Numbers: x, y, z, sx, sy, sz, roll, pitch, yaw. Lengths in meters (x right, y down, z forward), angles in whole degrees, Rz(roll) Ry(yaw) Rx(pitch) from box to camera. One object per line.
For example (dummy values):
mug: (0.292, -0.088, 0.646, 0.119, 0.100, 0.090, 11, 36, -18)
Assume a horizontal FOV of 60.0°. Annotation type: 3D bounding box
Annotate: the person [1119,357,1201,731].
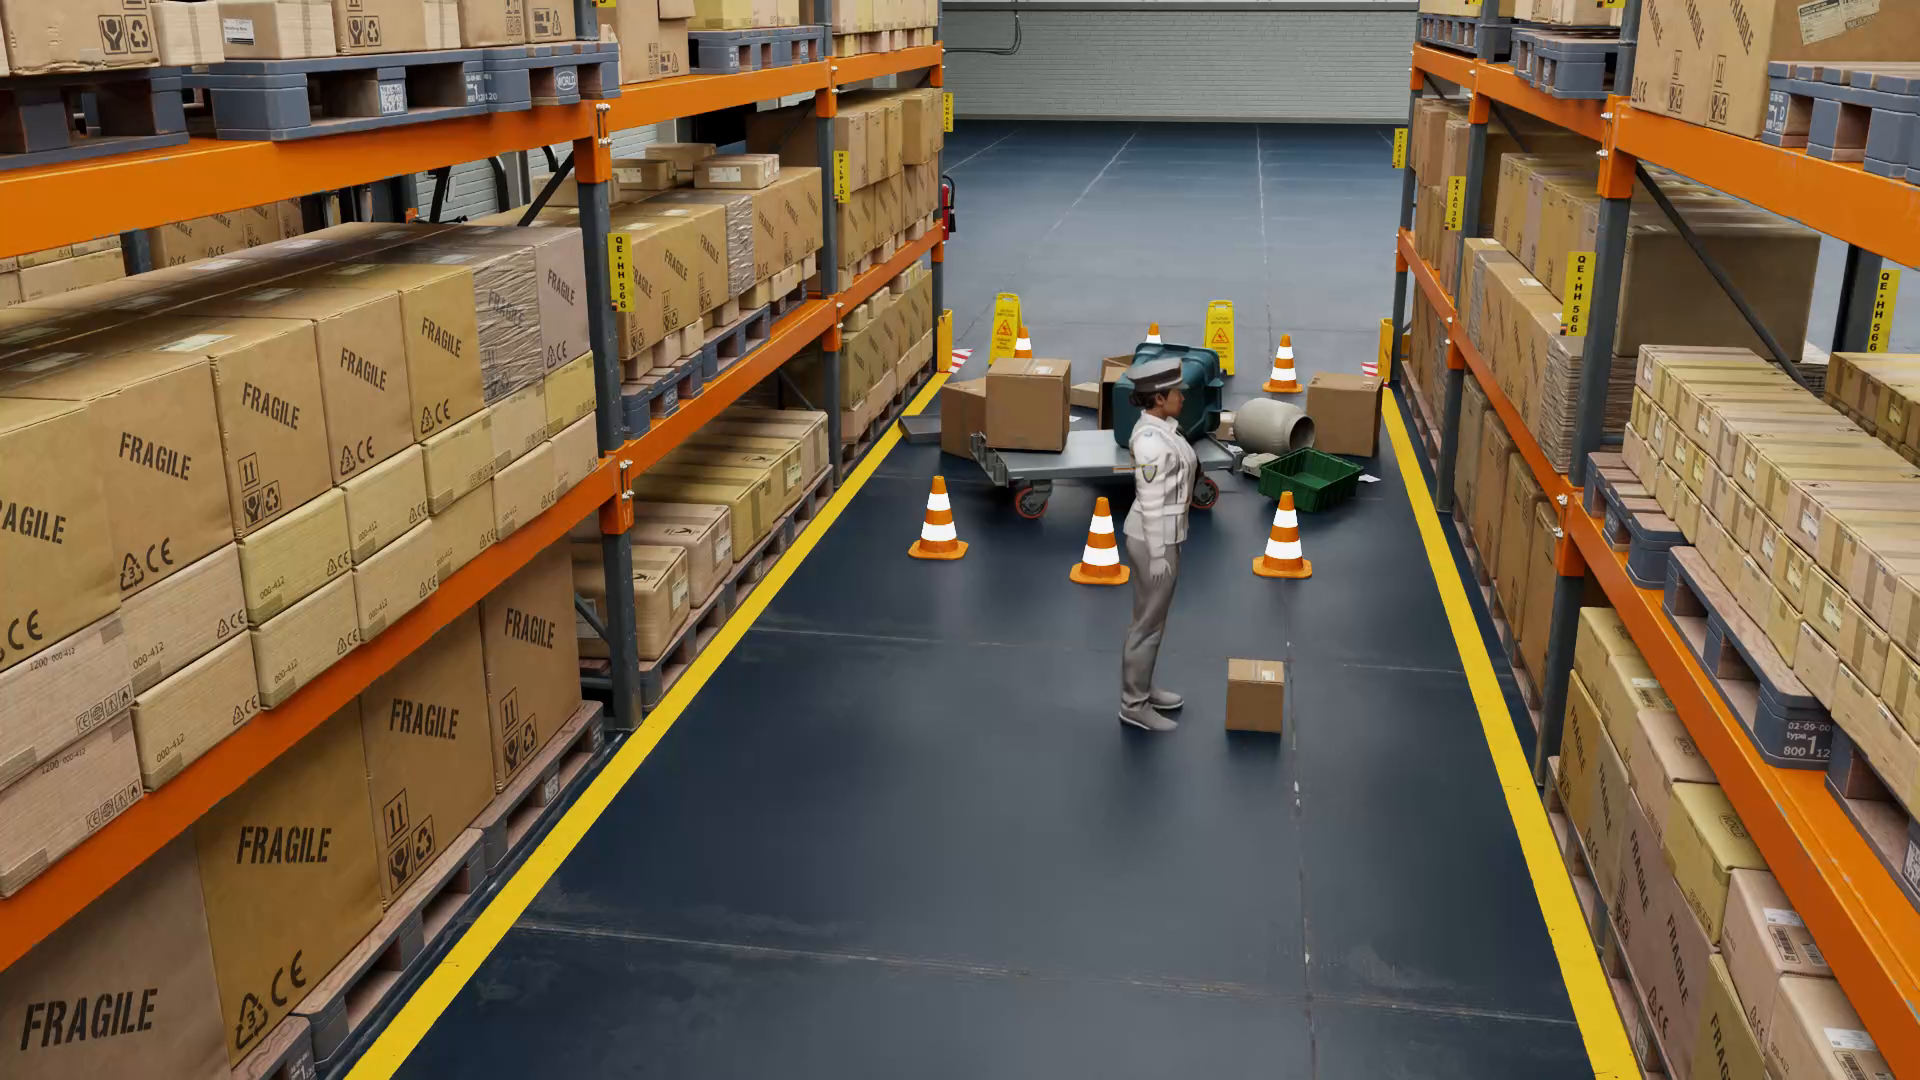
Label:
person: (0.890, 0.019, 7.506, 0.324, 1.712, 0.470, 3, 18, 10)
